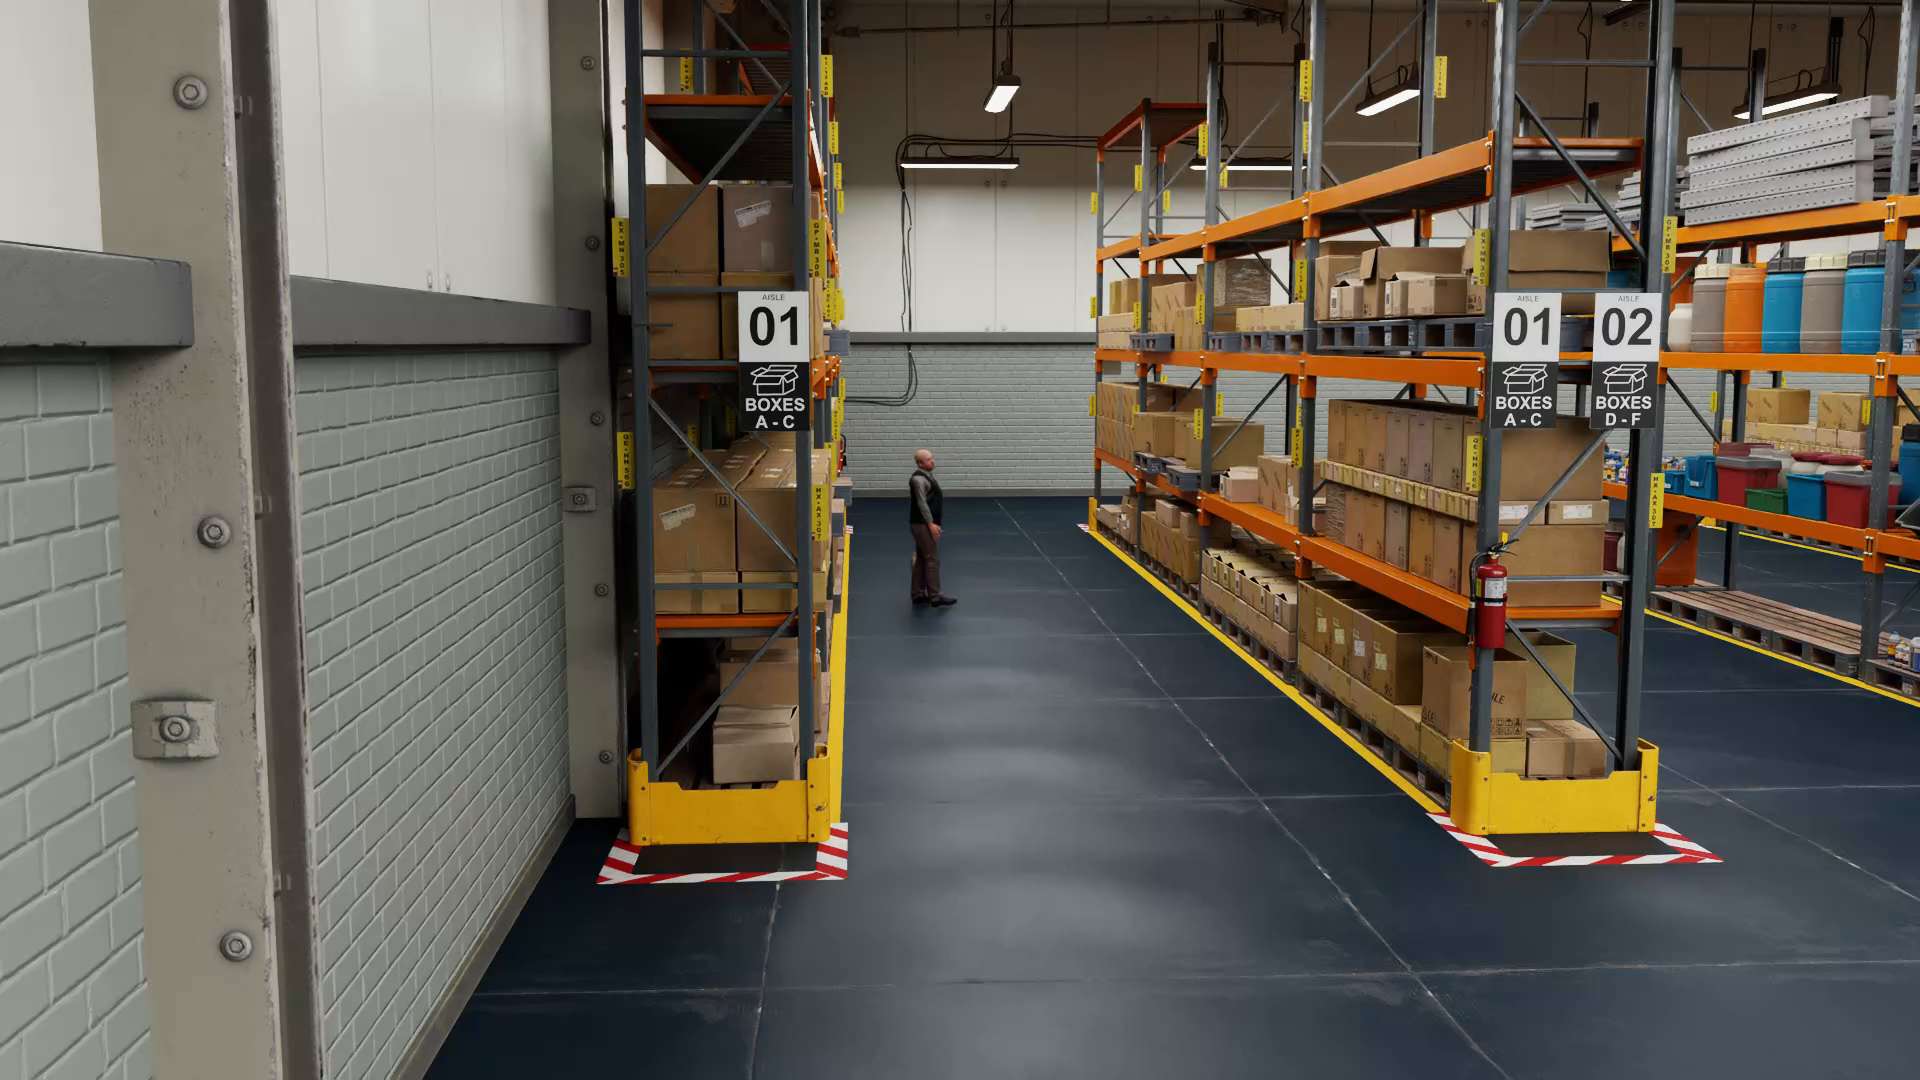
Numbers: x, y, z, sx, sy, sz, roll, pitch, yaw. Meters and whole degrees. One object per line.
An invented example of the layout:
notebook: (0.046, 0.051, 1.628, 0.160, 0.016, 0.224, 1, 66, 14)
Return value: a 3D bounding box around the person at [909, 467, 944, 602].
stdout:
person: (-0.360, -0.069, 18.304, 0.385, 1.470, 0.564, 0, 7, 4)
